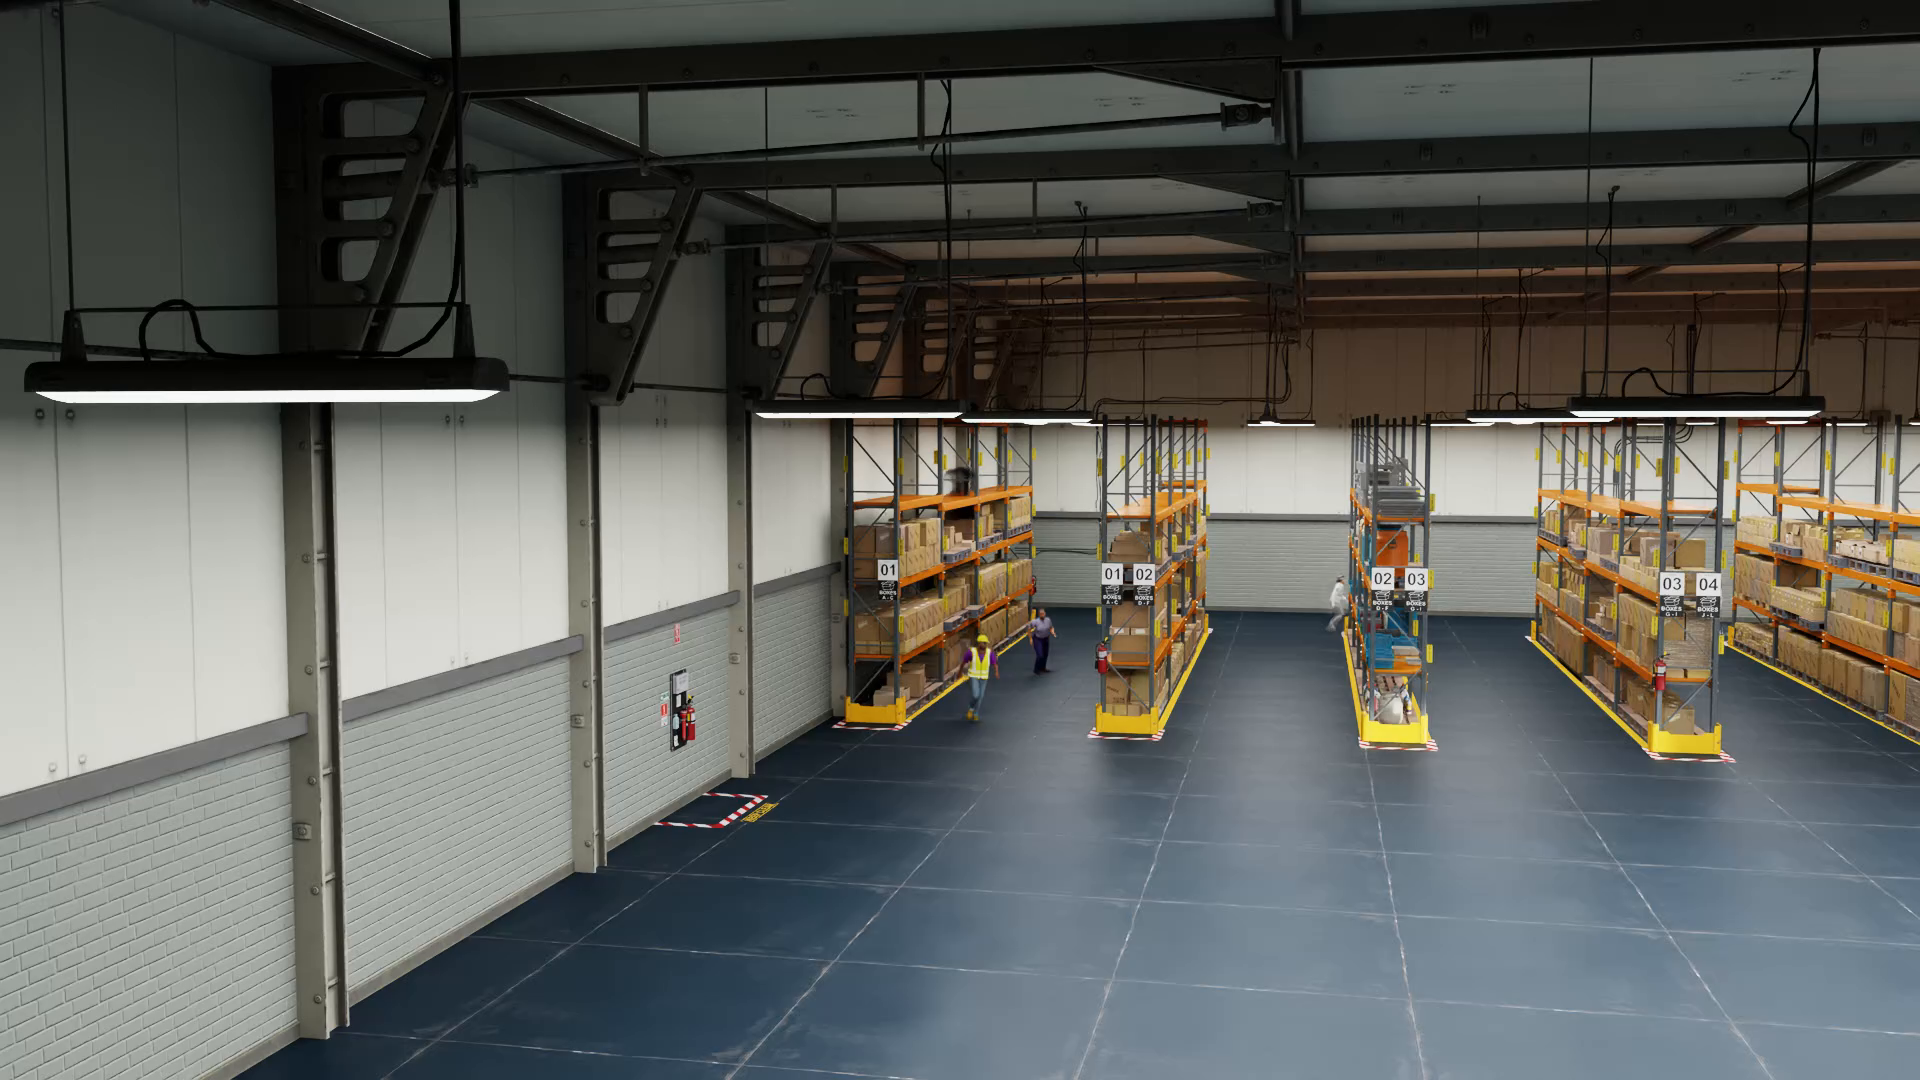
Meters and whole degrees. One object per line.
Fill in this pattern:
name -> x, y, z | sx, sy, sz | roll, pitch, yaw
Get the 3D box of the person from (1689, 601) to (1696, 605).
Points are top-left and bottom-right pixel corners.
person -> 19.707, 1.982, 44.629 | 0.548, 1.618, 0.661 | 2, 4, 26

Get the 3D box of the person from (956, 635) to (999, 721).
person -> 0.384, 2.701, 32.450 | 0.699, 1.726, 0.806 | -1, 4, -20

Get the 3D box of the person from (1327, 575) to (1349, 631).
person -> 10.751, 1.793, 47.160 | 0.673, 1.629, 0.583 | 1, 4, 10

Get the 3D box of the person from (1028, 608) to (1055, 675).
person -> 1.934, 2.392, 38.829 | 0.655, 1.626, 0.809 | -2, 4, -31
